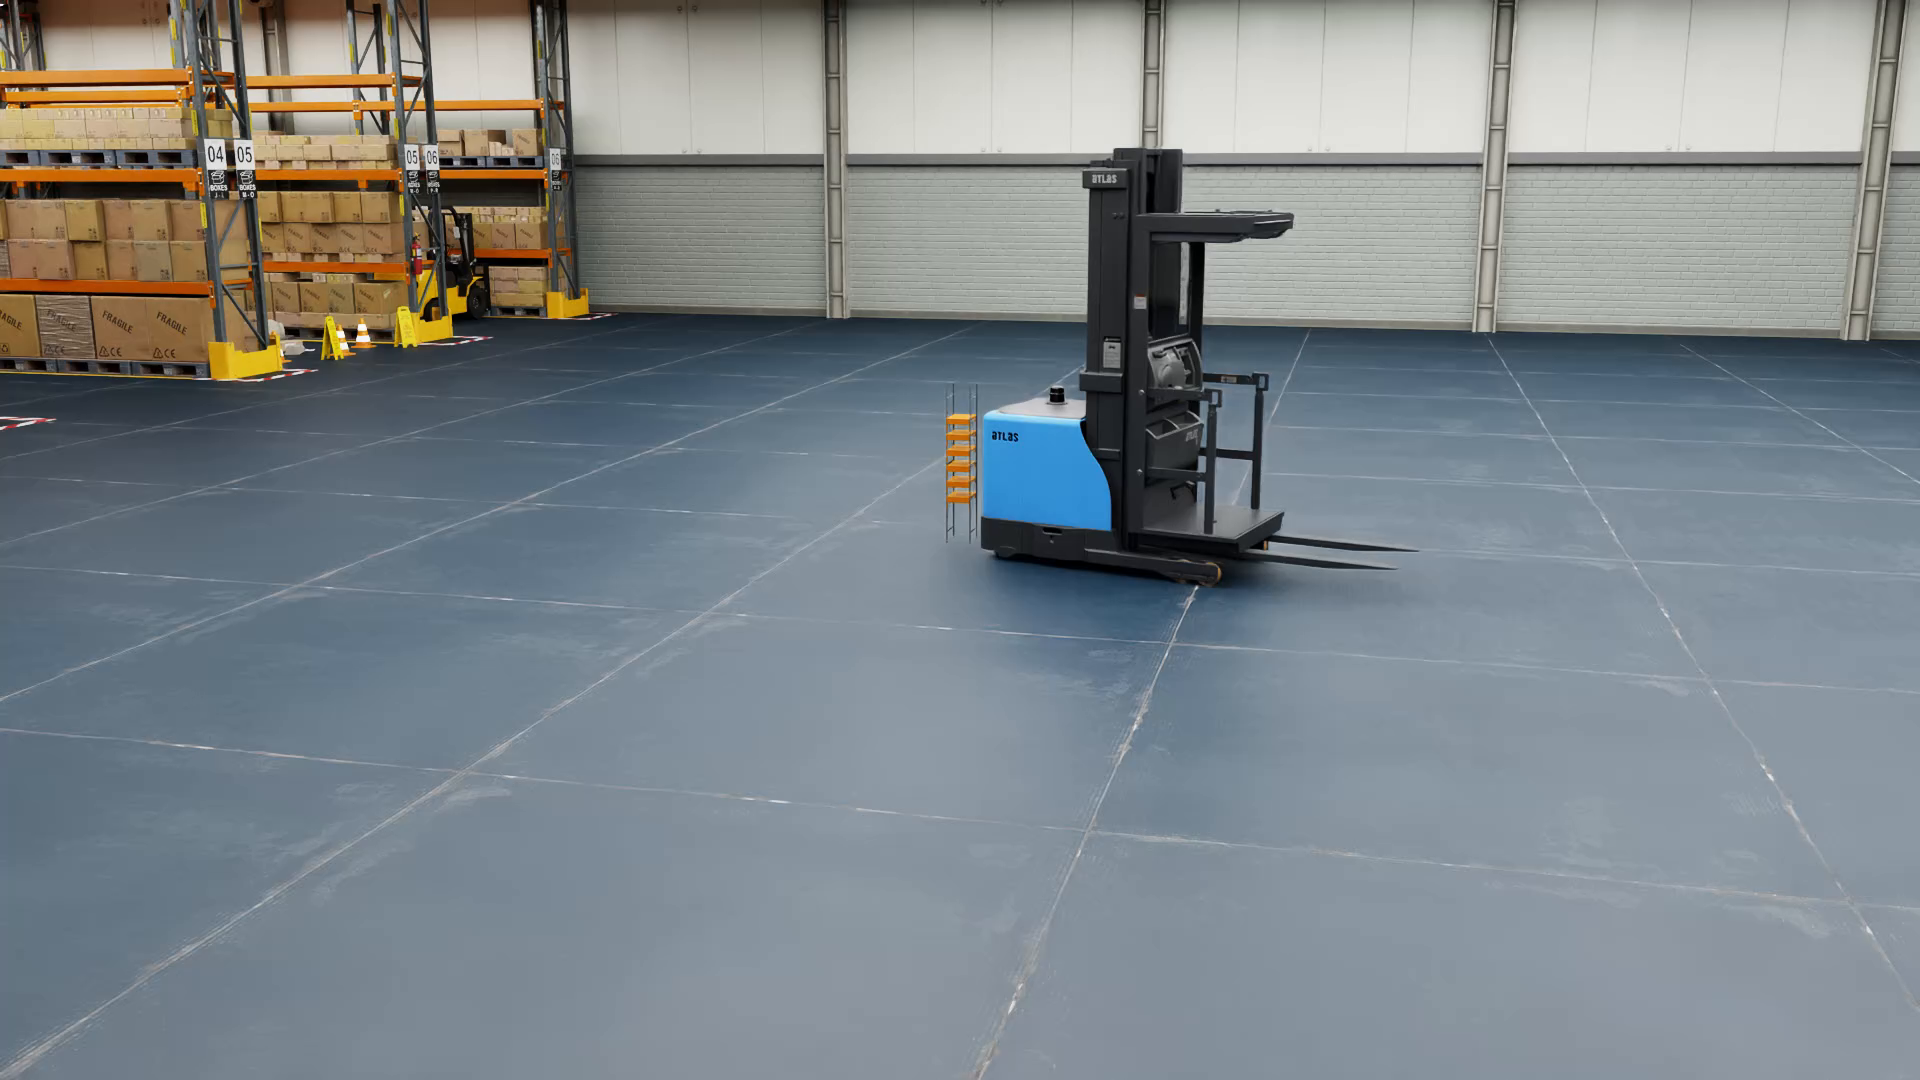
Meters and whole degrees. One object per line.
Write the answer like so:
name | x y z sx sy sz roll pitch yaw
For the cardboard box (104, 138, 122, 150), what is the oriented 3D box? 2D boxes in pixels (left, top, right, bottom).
cardboard box | -11.390 -5.380 22.604 0.250 0.149 0.380 3 13 13

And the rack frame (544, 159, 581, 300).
rack frame | -7.724 -5.876 32.385 0.127 3.000 1.000 3 13 14

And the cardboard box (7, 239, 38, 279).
cardboard box | -12.980 -4.026 23.701 0.550 0.550 0.875 3 13 14

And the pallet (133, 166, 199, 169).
pallet | -13.367 -6.467 28.556 1.003 0.211 1.213 3 13 14

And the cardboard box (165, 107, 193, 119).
cardboard box | -10.406 -5.717 22.281 0.250 0.149 0.380 3 13 14

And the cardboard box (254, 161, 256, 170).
cardboard box | -11.808 -6.277 27.848 0.250 0.149 0.380 3 13 15

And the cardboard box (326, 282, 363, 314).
cardboard box | -10.257 -4.074 27.909 0.500 0.500 0.500 4 13 16

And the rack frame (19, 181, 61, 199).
rack frame | -19.374 -6.499 35.192 0.127 3.000 1.000 3 13 14

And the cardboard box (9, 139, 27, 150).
cardboard box | -12.872 -5.459 22.961 0.250 0.149 0.380 3 13 13

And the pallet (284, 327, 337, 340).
pallet | -10.944 -3.588 28.510 1.213 0.211 1.003 3 13 14

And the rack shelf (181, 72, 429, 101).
rack shelf | -10.851 -7.512 27.576 4.000 0.370 1.077 3 13 14

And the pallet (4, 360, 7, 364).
pallet | -14.648 -2.656 24.311 1.213 0.211 1.003 3 13 14

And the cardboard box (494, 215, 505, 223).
cardboard box | -8.858 -6.249 32.338 0.250 0.149 0.380 3 13 13

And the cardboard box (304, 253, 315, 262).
cardboard box | -10.803 -4.767 27.967 0.250 0.149 0.380 3 13 14

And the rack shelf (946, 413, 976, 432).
rack shelf | 0.014 -0.893 12.624 0.180 0.103 0.258 3 13 14

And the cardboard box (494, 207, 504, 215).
cardboard box | -8.853 -6.404 32.348 0.250 0.149 0.380 3 13 14

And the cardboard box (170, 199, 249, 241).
cardboard box | -10.348 -4.413 22.954 0.550 0.550 0.875 3 13 14

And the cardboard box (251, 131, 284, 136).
cardboard box | -13.858 -7.916 33.226 0.500 0.500 0.500 3 13 15

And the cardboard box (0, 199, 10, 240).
cardboard box | -13.531 -4.567 23.647 0.550 0.550 0.875 3 13 14

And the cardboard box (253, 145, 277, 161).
cardboard box | -11.445 -6.442 27.670 0.500 0.250 0.500 3 13 14

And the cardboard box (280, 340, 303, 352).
cardboard box | -10.665 -3.083 26.380 0.250 0.149 0.380 12 17 43

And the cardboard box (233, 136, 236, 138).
cardboard box | -12.052 -6.663 27.744 0.250 0.149 0.380 3 13 12

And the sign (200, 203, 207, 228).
sign | -10.141 -4.353 22.302 0.005 0.325 0.100 3 13 14

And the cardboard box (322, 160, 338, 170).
cardboard box | -10.305 -6.190 27.457 0.250 0.149 0.380 3 13 13

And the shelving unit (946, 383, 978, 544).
shelving unit | 0.014 -0.585 12.693 0.189 1.200 0.258 3 13 14

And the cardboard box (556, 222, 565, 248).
cardboard box | -8.138 -6.009 32.753 0.500 0.500 0.500 3 13 15

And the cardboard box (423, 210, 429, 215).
cardboard box | -10.360 -6.467 32.632 0.250 0.149 0.380 3 13 13

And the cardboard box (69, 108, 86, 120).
cardboard box | -11.886 -5.796 22.637 0.250 0.149 0.380 3 13 14

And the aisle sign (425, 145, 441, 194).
aisle sign | -8.775 -6.163 27.677 0.004 0.787 0.394 3 13 14

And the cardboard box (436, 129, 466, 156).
cardboard box | -9.741 -7.729 32.372 0.637 0.503 0.797 3 13 15

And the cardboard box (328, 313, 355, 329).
cardboard box | -10.260 -3.708 27.994 0.500 0.250 0.500 3 13 14

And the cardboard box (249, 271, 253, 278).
cardboard box | -12.178 -4.478 28.236 0.250 0.149 0.380 3 13 14

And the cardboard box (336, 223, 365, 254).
cardboard box | -9.987 -5.023 27.623 0.500 0.500 0.500 3 13 14

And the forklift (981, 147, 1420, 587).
forklift | 1.697 -1.243 11.662 3.031 2.935 1.130 7 14 28

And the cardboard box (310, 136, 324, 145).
cardboard box | -10.519 -6.607 27.492 0.250 0.149 0.380 3 13 12

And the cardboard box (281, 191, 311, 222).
cardboard box | -10.918 -5.582 27.836 0.500 0.500 0.700 3 13 13

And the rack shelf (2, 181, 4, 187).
rack shelf | -15.823 -5.210 24.120 4.000 0.370 1.077 3 13 14

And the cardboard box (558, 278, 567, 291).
cardboard box | -8.130 -5.051 32.890 0.500 0.250 0.500 3 13 15

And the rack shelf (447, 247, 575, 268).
rack shelf | -9.665 -5.628 32.931 4.000 0.370 1.077 3 13 14

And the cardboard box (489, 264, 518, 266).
cardboard box | -9.114 -5.345 33.061 0.500 0.250 0.500 3 13 13

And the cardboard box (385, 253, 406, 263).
cardboard box | -9.324 -4.684 27.591 0.250 0.149 0.380 4 13 15

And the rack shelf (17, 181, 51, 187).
rack shelf | -21.316 -7.716 35.412 4.000 0.370 1.077 3 13 14

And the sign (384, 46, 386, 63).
sign | -11.450 -9.661 33.073 0.005 0.325 0.100 3 13 14

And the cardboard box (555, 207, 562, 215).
cardboard box | -7.999 -6.449 32.553 0.250 0.149 0.380 3 13 12

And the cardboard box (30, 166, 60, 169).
cardboard box | -15.759 -6.709 28.984 0.500 0.500 0.700 3 13 14

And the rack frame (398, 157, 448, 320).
rack frame | -8.909 -4.832 27.679 0.127 3.000 1.000 3 13 14

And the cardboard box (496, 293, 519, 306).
cardboard box | -8.736 -4.724 32.573 0.500 0.250 0.500 3 13 14

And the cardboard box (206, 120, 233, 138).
cardboard box | -10.404 -5.655 22.923 0.500 0.250 0.500 3 13 13

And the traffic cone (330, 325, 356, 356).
traffic cone | -9.572 -3.093 25.700 0.334 0.463 0.336 3 13 14

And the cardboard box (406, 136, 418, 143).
cardboard box | -9.206 -6.624 27.572 0.250 0.149 0.380 3 13 13

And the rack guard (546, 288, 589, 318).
rack guard | -7.700 -4.654 32.650 0.348 0.500 1.175 3 13 14

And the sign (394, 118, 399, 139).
sign | -9.062 -6.613 26.737 0.005 0.325 0.100 3 13 14

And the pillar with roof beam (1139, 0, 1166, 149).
pillar with roof beam | 2.435 -7.502 25.865 0.400 9.000 9.100 3 13 14

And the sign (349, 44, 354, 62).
sign | -11.726 -9.392 32.044 0.005 0.325 0.100 3 13 14

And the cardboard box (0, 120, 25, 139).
cardboard box | -12.983 -5.673 23.006 0.500 0.250 0.500 3 13 13
